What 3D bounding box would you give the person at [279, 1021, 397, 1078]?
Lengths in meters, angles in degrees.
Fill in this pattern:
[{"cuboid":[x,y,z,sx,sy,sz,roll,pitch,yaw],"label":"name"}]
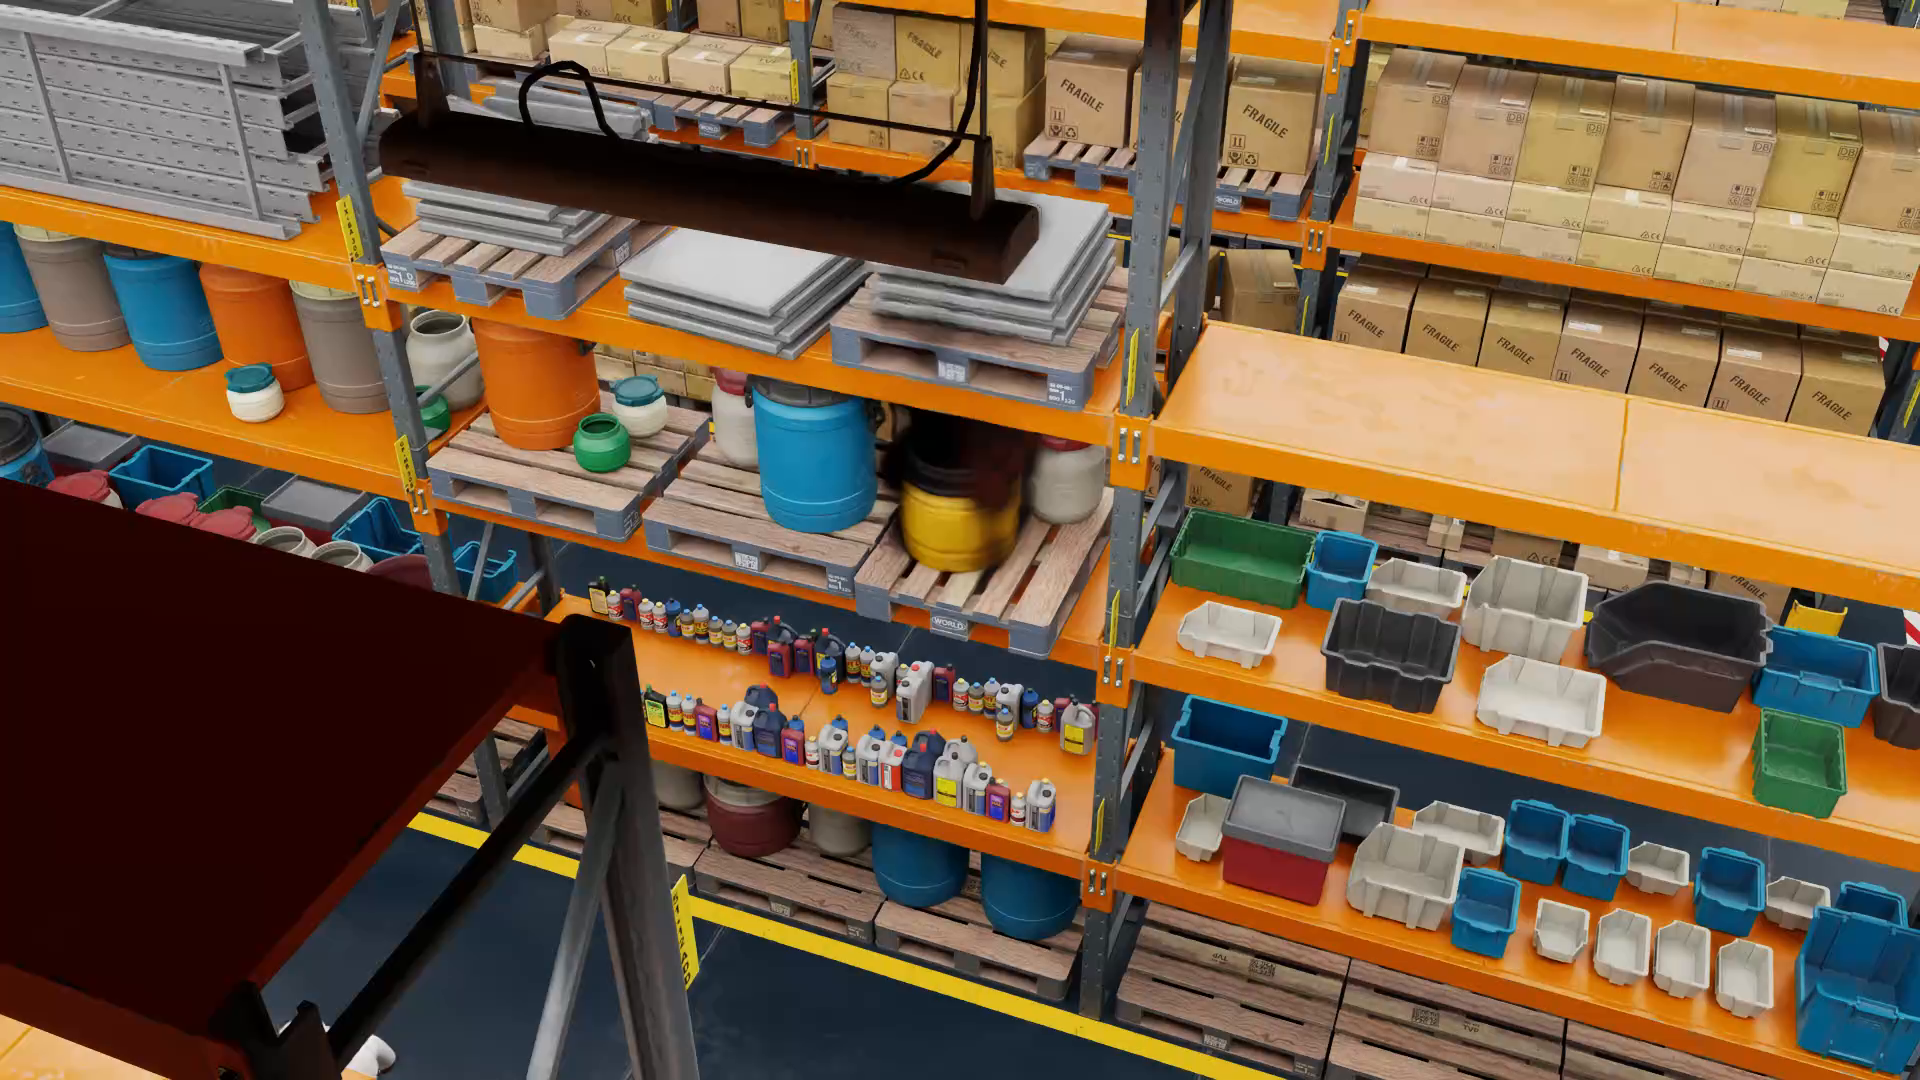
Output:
[{"cuboid":[-2.910,2.907,8.002,0.737,1.734,0.713,14,39,18],"label":"person"}]
